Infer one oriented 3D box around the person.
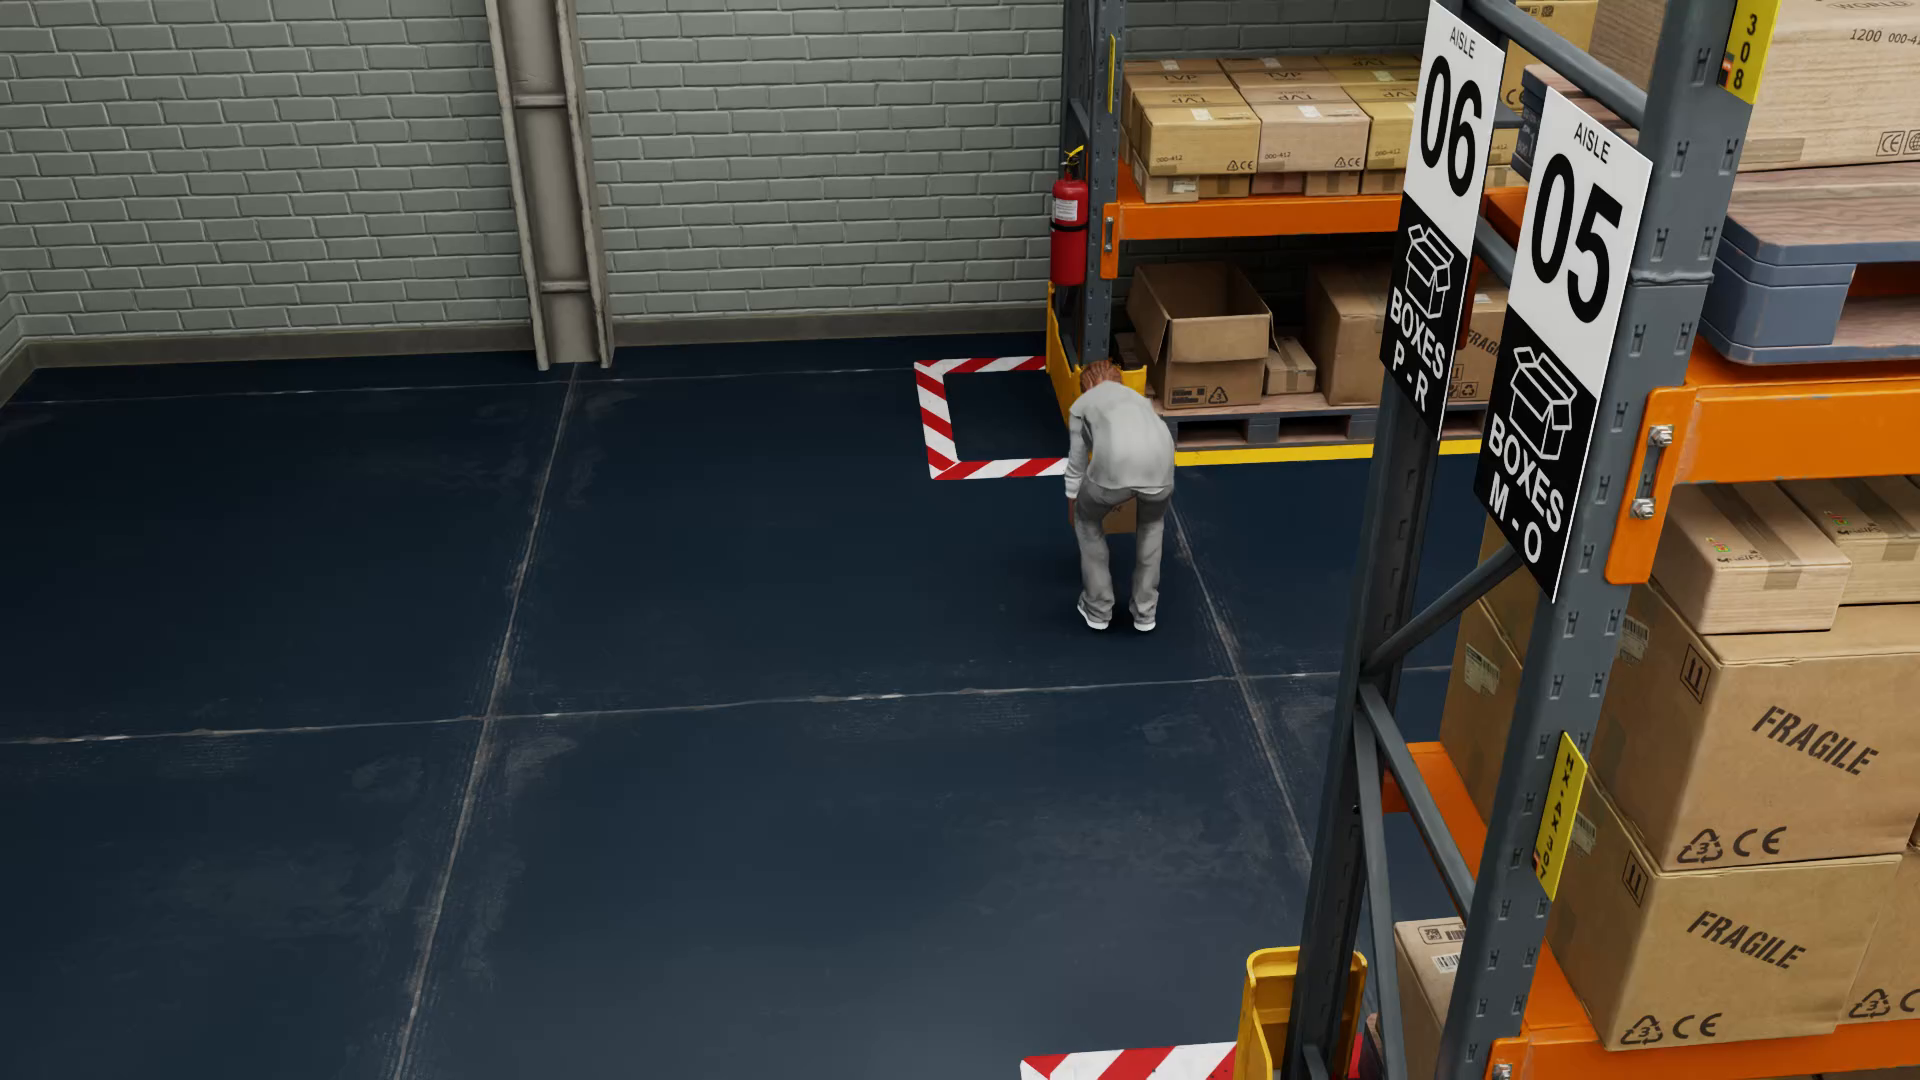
[{"bbox_3d":[0.651,-0.185,7.016,0.391,1.001,0.871,-4,32,-6],"label":"person"}]
